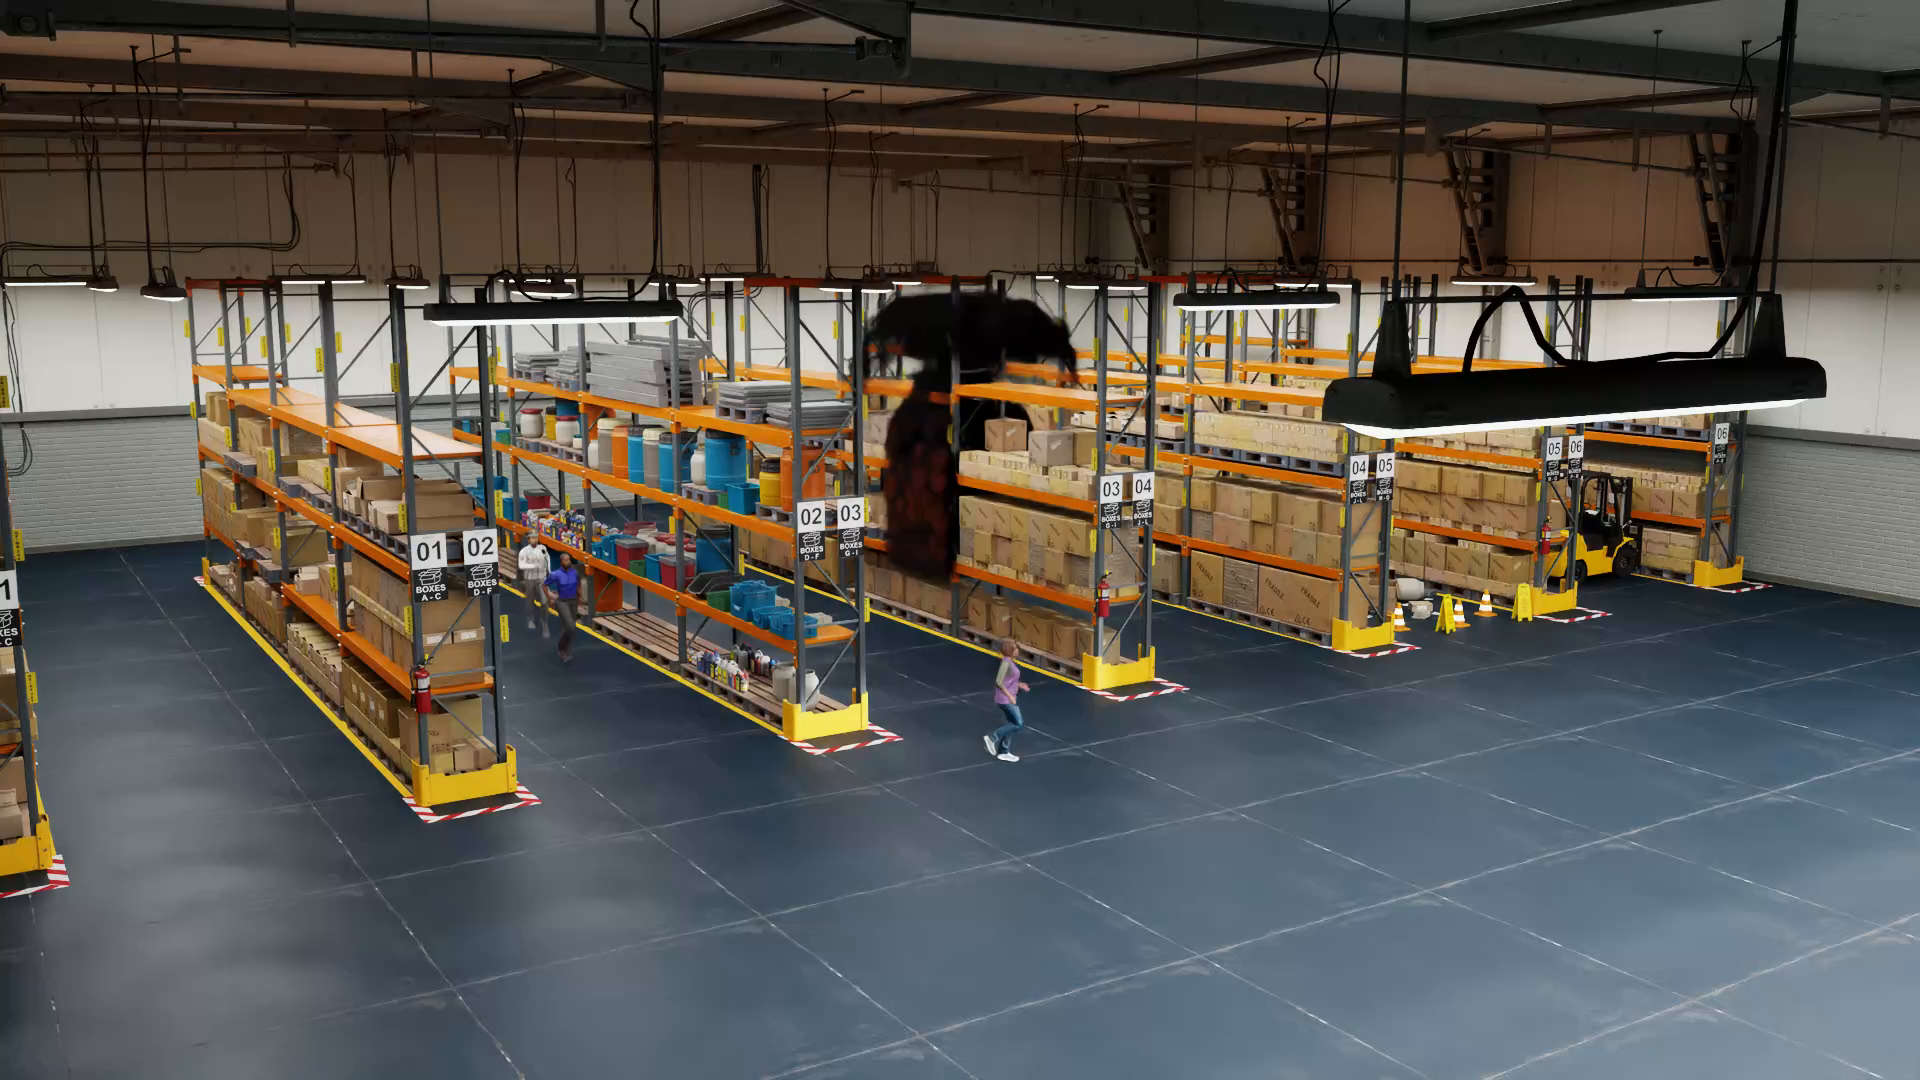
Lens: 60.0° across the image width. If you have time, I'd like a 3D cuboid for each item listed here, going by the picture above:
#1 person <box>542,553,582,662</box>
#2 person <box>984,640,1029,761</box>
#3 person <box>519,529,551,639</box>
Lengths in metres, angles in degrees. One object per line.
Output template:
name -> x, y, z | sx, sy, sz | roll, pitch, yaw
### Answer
person -> -5.957, 1.031, 25.262 | 0.619, 1.667, 0.552 | 8, 13, 41
person -> 0.596, 2.057, 21.211 | 0.575, 1.553, 0.529 | 0, 10, 2
person -> -6.903, 0.702, 27.115 | 0.578, 1.798, 0.704 | -5, 11, -28
